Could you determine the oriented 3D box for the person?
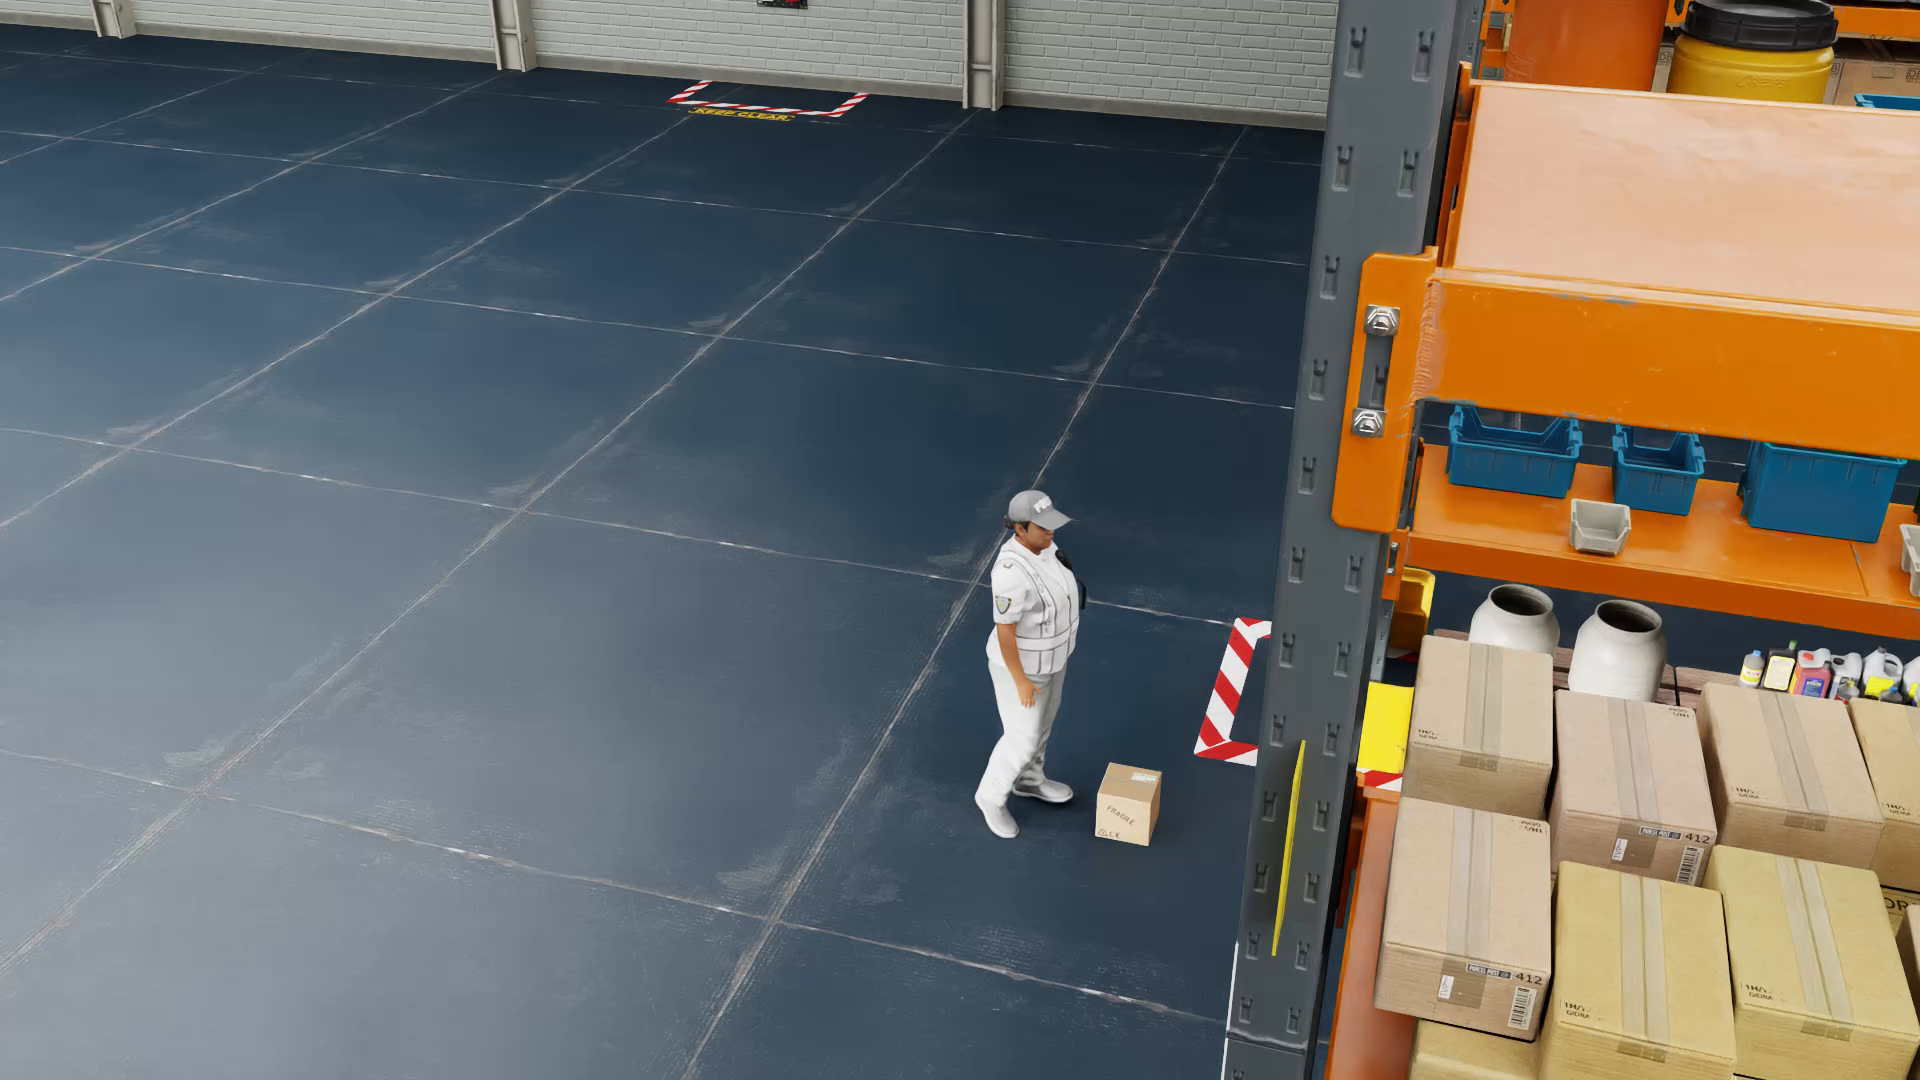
[{"bbox_3d":[0.308,0.541,7.525,0.415,1.674,0.531,13,32,21],"label":"person"}]
